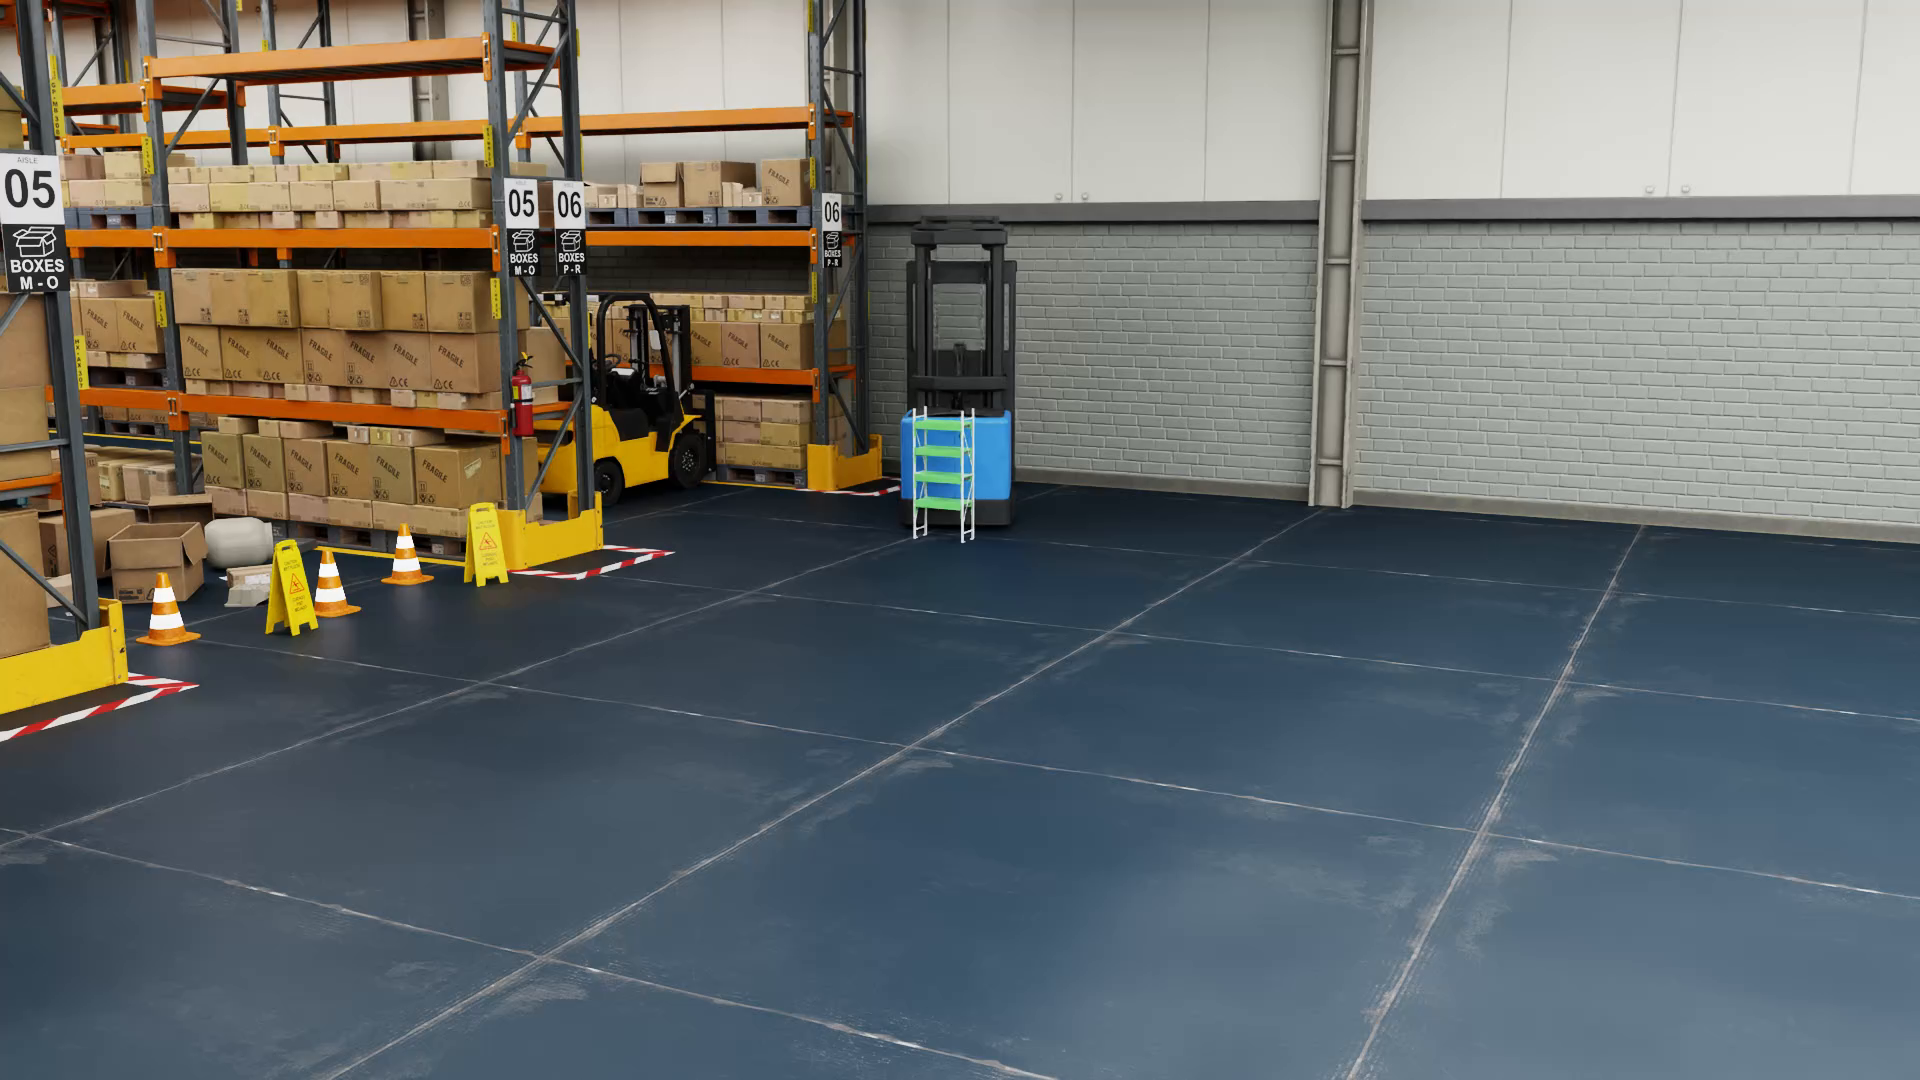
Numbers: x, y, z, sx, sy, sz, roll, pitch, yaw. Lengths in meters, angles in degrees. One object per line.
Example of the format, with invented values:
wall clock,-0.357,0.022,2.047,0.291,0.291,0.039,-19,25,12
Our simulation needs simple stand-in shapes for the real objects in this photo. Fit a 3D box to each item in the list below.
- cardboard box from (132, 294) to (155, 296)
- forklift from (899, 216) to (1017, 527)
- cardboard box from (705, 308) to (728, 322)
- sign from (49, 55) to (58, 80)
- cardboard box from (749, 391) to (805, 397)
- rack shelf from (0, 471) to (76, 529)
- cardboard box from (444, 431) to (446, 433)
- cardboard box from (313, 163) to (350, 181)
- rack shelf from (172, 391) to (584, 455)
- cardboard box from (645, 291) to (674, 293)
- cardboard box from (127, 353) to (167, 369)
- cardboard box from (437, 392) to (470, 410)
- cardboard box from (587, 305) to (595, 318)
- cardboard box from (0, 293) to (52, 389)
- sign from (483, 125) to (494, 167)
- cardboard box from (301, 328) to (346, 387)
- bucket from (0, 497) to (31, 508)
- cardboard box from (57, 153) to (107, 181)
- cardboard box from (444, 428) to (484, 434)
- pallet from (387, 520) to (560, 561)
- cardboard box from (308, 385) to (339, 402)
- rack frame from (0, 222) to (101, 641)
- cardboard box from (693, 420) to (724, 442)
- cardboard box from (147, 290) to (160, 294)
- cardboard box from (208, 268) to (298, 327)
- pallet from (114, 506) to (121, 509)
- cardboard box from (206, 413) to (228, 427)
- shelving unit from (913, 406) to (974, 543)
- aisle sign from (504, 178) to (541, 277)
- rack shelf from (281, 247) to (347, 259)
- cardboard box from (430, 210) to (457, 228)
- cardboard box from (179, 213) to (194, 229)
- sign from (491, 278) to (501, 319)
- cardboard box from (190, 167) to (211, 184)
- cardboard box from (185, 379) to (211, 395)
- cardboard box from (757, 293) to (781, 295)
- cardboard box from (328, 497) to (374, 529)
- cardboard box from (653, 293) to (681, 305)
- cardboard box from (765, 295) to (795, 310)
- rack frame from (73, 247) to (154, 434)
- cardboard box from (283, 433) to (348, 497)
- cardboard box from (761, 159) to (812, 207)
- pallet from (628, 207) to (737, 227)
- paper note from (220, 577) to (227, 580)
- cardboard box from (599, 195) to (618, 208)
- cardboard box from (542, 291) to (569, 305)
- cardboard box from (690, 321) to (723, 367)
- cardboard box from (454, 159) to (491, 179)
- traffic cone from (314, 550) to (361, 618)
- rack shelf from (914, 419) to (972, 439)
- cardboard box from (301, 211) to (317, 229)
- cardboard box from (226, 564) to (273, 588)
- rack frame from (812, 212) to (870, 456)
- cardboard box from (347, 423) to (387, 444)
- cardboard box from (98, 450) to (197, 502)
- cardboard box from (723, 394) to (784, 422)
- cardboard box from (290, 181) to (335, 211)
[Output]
cardboard box,-8.271,-2.203,16.683,0.500,0.500,0.500,5,11,25
forklift,0.023,-1.783,16.853,1.130,2.935,3.031,0,10,3
cardboard box,-2.671,-2.547,18.776,0.250,0.149,0.380,5,11,24
sign,-12.329,-6.426,22.624,0.005,0.325,0.100,5,11,26
cardboard box,-2.108,-1.568,19.203,0.500,0.250,0.500,5,11,26
rack shelf,-7.397,-0.327,10.635,4.000,0.370,1.077,5,11,26
cardboard box,-5.043,-0.736,15.308,0.500,0.500,0.500,5,12,27
cardboard box,-5.328,-3.162,14.322,0.250,0.149,0.380,5,12,27
rack shelf,-5.297,-1.126,15.047,4.000,0.370,1.077,5,11,26
cardboard box,-3.552,-2.890,19.837,0.250,0.149,0.380,5,11,25
cardboard box,-7.674,-1.717,15.820,0.250,0.149,0.380,5,11,27
cardboard box,-4.210,-1.196,14.121,0.250,0.149,0.380,5,11,25
cardboard box,-4.249,-2.695,19.598,0.250,0.149,0.380,5,11,26
cardboard box,-5.919,-1.164,9.787,0.550,0.550,0.875,5,11,26
sign,-3.767,-3.147,13.286,0.005,0.325,0.100,5,11,26
cardboard box,-5.453,-1.640,14.751,0.500,0.500,0.500,5,11,26
bucket,-8.048,-0.333,13.573,0.726,0.611,0.620,-10,4,-43
cardboard box,-8.592,-3.594,16.083,0.500,0.250,0.500,5,12,27
cardboard box,-6.063,-1.570,20.972,0.625,0.625,0.875,5,11,25
pallet,-4.285,-0.026,14.779,1.213,0.211,1.003,5,11,26
cardboard box,-5.569,-1.320,14.806,0.250,0.149,0.380,5,11,26
rack frame,-5.603,-0.524,9.700,0.127,3.000,1.000,5,11,26
cardboard box,-2.803,-1.282,19.028,0.500,0.250,0.500,5,11,25
cardboard box,-11.273,-3.202,23.039,0.500,0.500,0.700,5,11,26
cardboard box,-6.344,-2.212,15.105,0.500,0.500,0.700,5,11,26
pallet,-8.888,-0.422,16.970,1.213,0.211,1.003,5,11,26
cardboard box,-9.874,-1.803,22.610,0.500,0.500,0.500,6,12,28
shelving unit,-0.148,-0.603,15.195,0.503,1.200,0.258,5,11,26
aisle sign,-3.576,-2.550,13.598,0.004,0.787,0.394,5,11,26
rack shelf,-6.691,-3.710,20.904,4.000,0.370,1.077,5,11,26
cardboard box,-4.185,-2.672,13.856,0.250,0.149,0.380,5,11,26
cardboard box,-6.918,-2.925,15.254,0.250,0.149,0.380,5,11,25
sign,-3.767,-1.960,13.500,0.005,0.325,0.100,5,11,26
cardboard box,-6.707,-3.289,15.026,0.250,0.149,0.380,5,12,28
cardboard box,-6.950,-1.438,15.456,0.250,0.149,0.380,5,11,26
cardboard box,-2.196,-2.757,19.103,0.250,0.149,0.380,5,11,26
cardboard box,-5.280,-0.279,14.890,0.500,0.250,0.500,5,11,24
cardboard box,-3.322,-2.767,19.158,0.250,0.149,0.380,5,11,26
cardboard box,-1.960,-2.639,18.451,0.250,0.149,0.380,5,11,26
rack frame,-12.072,-3.061,23.719,0.127,3.000,1.000,5,11,26
cardboard box,-5.732,-0.689,15.050,0.500,0.500,0.500,6,12,29
cardboard box,-1.816,-3.892,18.150,0.500,0.500,0.500,5,12,28
pallet,-3.031,-3.703,19.096,1.213,0.211,1.003,5,11,26
paper note,-5.928,0.297,13.535,0.148,0.019,0.142,-10,14,-43
cardboard box,-3.941,-3.894,19.147,0.250,0.149,0.380,5,12,28
cardboard box,-4.743,-2.873,19.742,0.250,0.149,0.380,5,12,27
cardboard box,-2.789,-2.244,18.925,0.500,0.500,0.500,5,11,25
cardboard box,-3.938,-3.046,13.684,0.250,0.149,0.380,5,11,26
traffic cone,-4.646,0.302,12.260,0.334,0.463,0.336,5,11,26
rack shelf,-0.148,-1.013,15.121,0.480,0.148,0.258,5,11,26
cardboard box,-5.535,-2.804,14.584,0.250,0.149,0.380,5,11,26
cardboard box,-5.572,0.300,13.154,0.380,0.149,0.250,-7,12,-33
rack frame,-1.311,-2.115,18.494,0.127,3.000,1.000,5,11,26
cardboard box,-5.156,-0.945,14.643,0.250,0.149,0.380,6,12,28
cardboard box,-8.209,-0.648,16.587,0.625,0.372,0.950,6,12,29
cardboard box,-2.322,-1.487,18.755,0.500,0.250,0.500,5,12,27
cardboard box,-5.454,-2.987,14.477,0.500,0.250,0.500,5,11,26
